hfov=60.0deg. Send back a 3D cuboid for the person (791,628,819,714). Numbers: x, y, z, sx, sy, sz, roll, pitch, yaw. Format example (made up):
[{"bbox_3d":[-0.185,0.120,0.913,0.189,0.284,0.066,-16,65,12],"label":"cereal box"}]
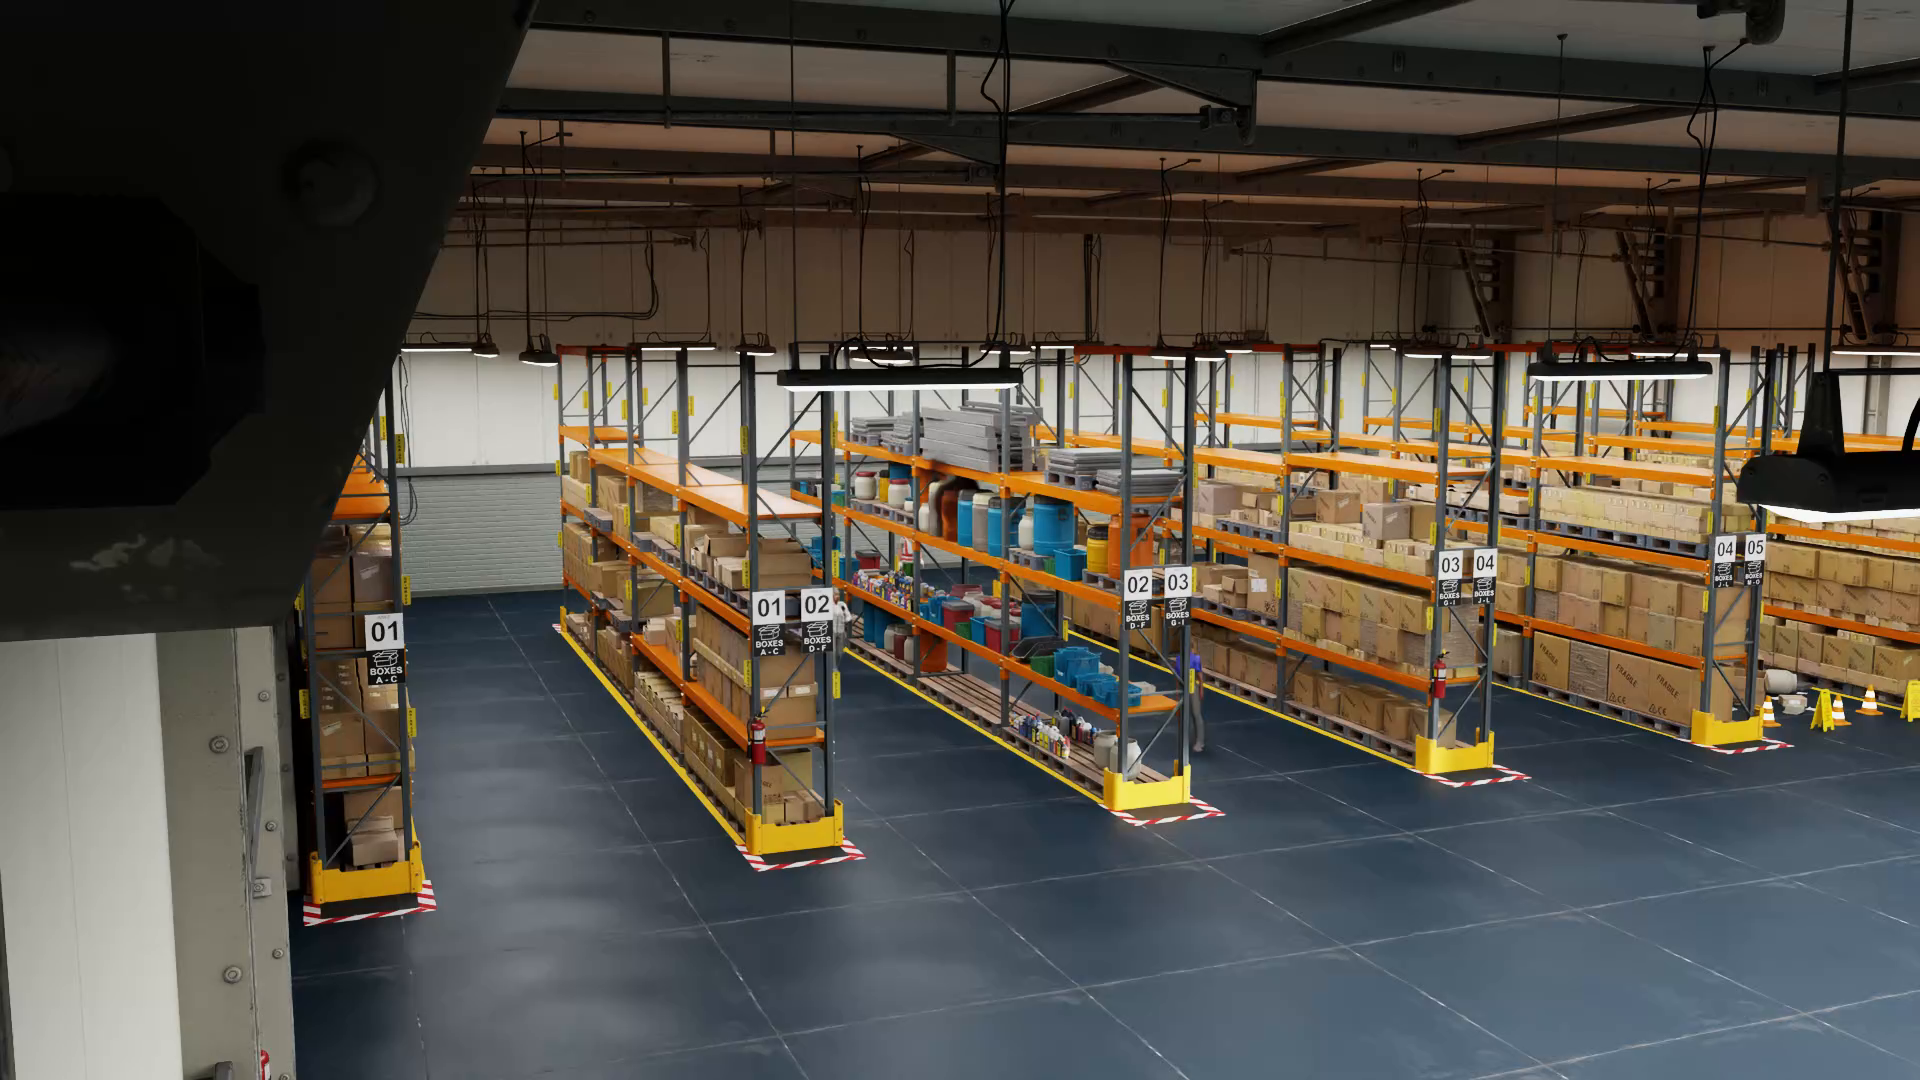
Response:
[{"bbox_3d":[-2.657,2.043,27.247,0.455,1.577,0.977,-4,8,-28],"label":"person"}]

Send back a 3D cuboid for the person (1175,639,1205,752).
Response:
[{"bbox_3d":[3.470,2.319,25.204,0.602,1.673,0.409,7,10,43],"label":"person"}]

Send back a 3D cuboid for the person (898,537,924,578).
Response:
[{"bbox_3d":[-1.140,0.535,38.656,0.475,1.793,0.563,6,9,40],"label":"person"}]

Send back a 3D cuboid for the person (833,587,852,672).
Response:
[{"bbox_3d":[-2.234,1.686,29.724,0.649,1.739,0.805,-2,8,-17],"label":"person"}]
